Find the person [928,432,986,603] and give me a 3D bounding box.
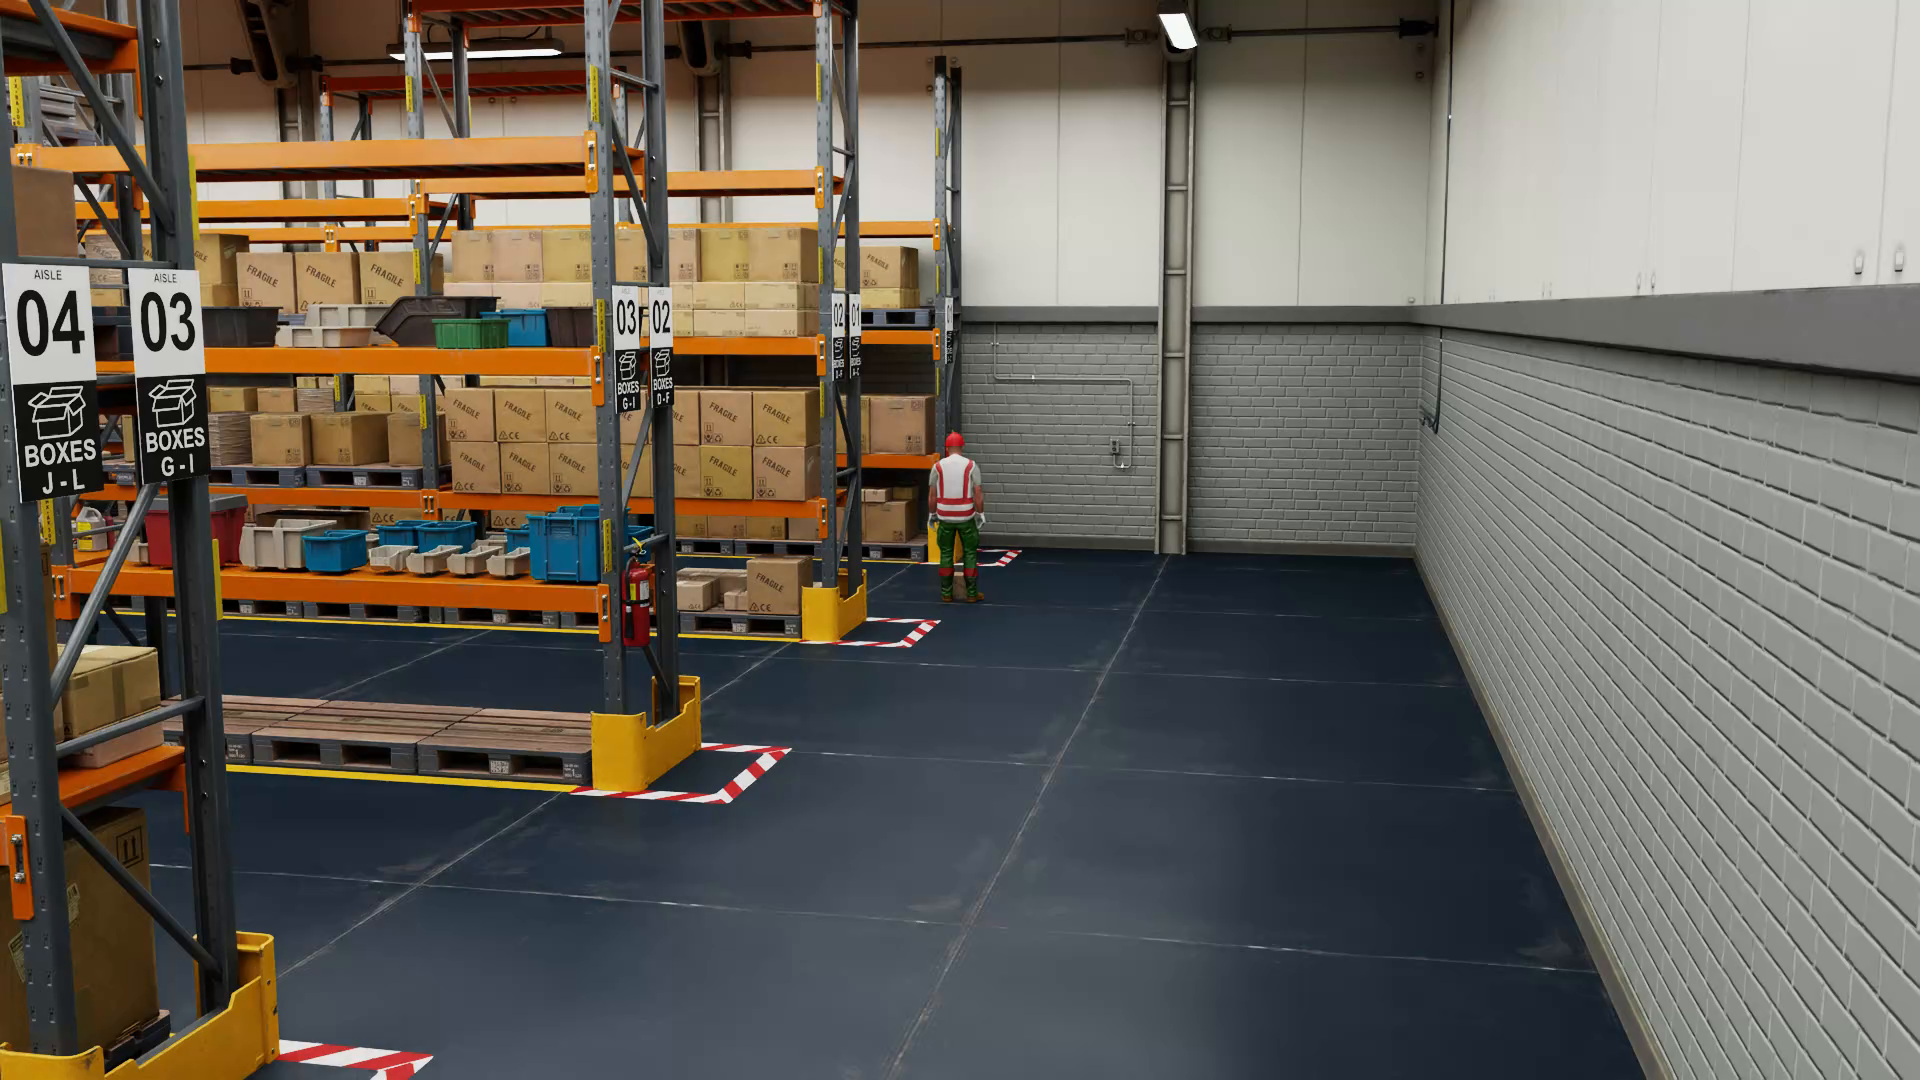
[{"bbox_3d":[-0.035,-0.238,17.485,0.611,1.778,0.451,1,8,8],"label":"person"}]
